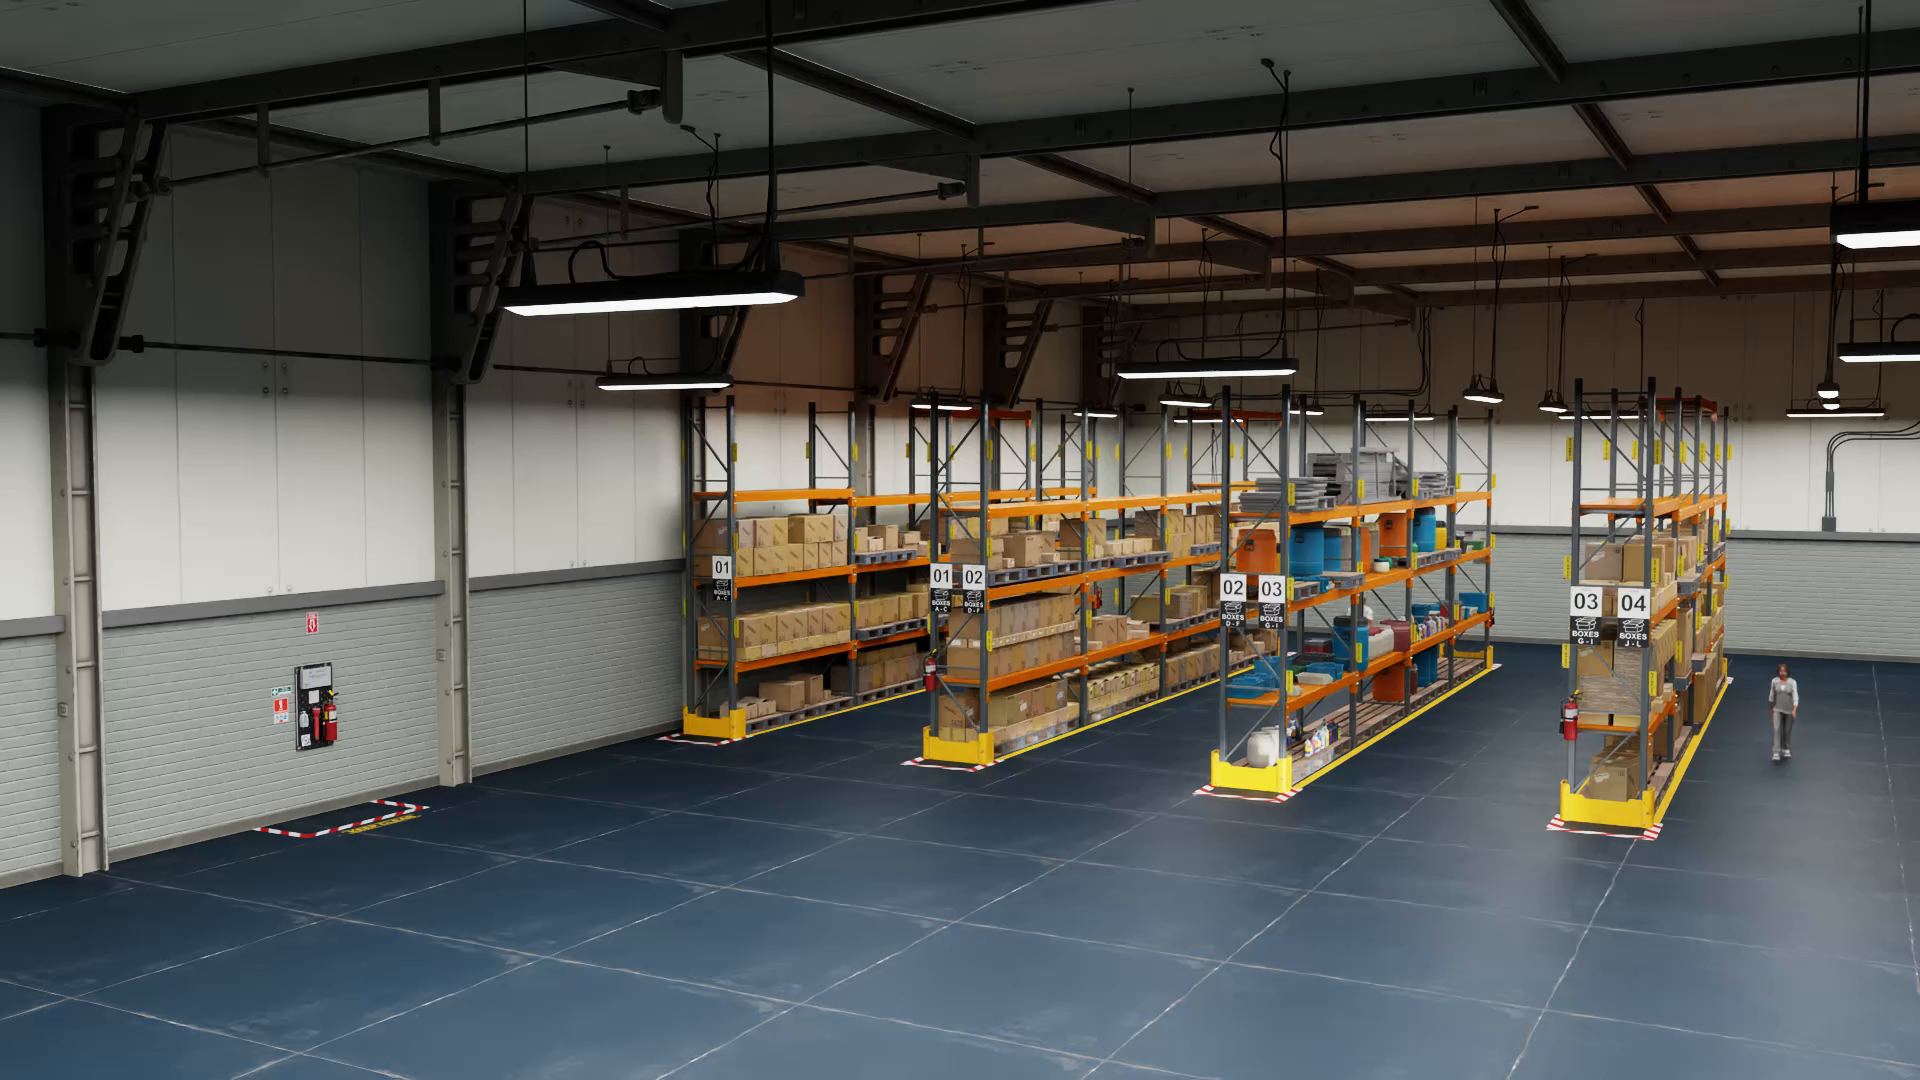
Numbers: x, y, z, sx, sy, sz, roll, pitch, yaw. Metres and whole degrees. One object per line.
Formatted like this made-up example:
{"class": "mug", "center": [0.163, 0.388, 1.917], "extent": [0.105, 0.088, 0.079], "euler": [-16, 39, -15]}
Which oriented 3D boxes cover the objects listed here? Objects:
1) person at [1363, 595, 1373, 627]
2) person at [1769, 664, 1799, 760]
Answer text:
{"class": "person", "center": [9.200, 2.129, 38.036], "extent": [0.582, 1.754, 0.547], "euler": [2, 4, 36]}
{"class": "person", "center": [13.358, 2.787, 26.966], "extent": [0.434, 1.547, 0.946], "euler": [2, 3, 27]}
